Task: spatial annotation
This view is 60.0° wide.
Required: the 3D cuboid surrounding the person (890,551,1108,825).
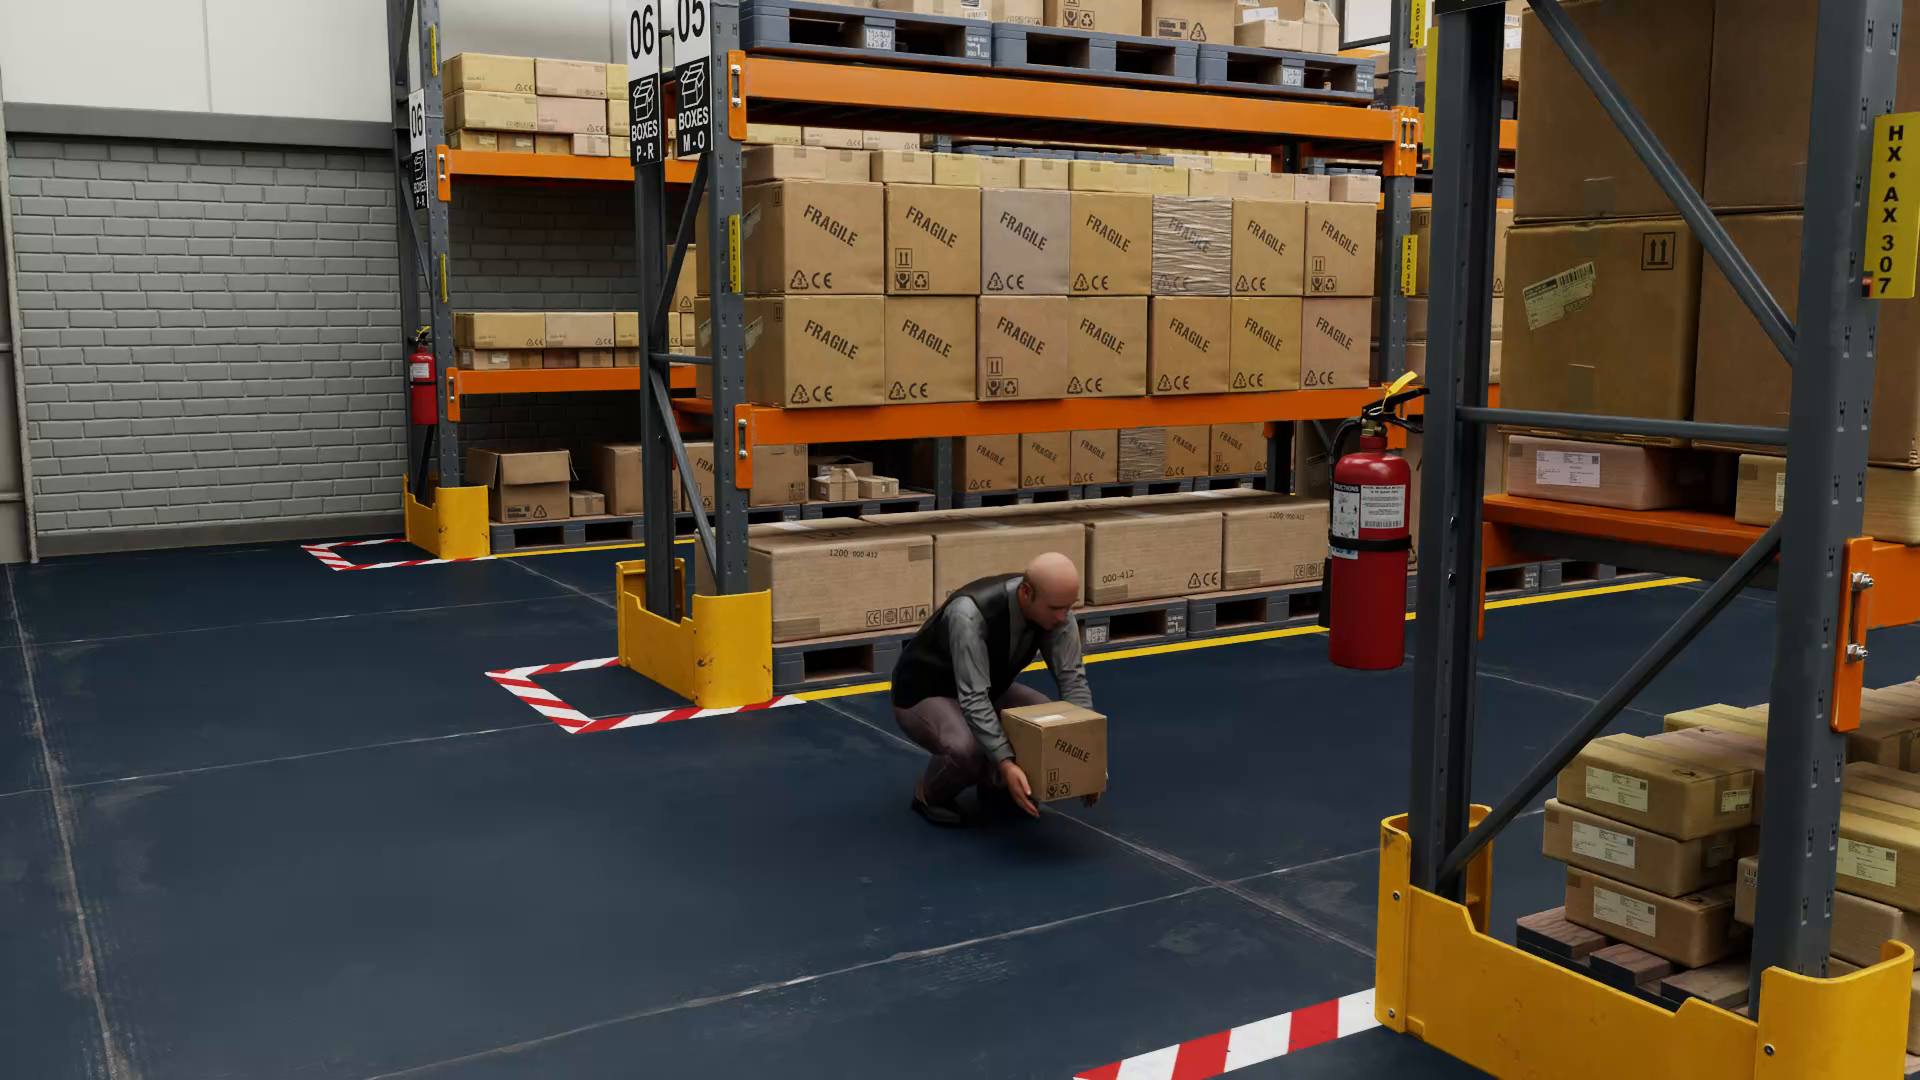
[{"bbox_3d":[0.128,0.497,5.658,0.527,0.964,0.870,-5,9,-32],"label":"person"}]
